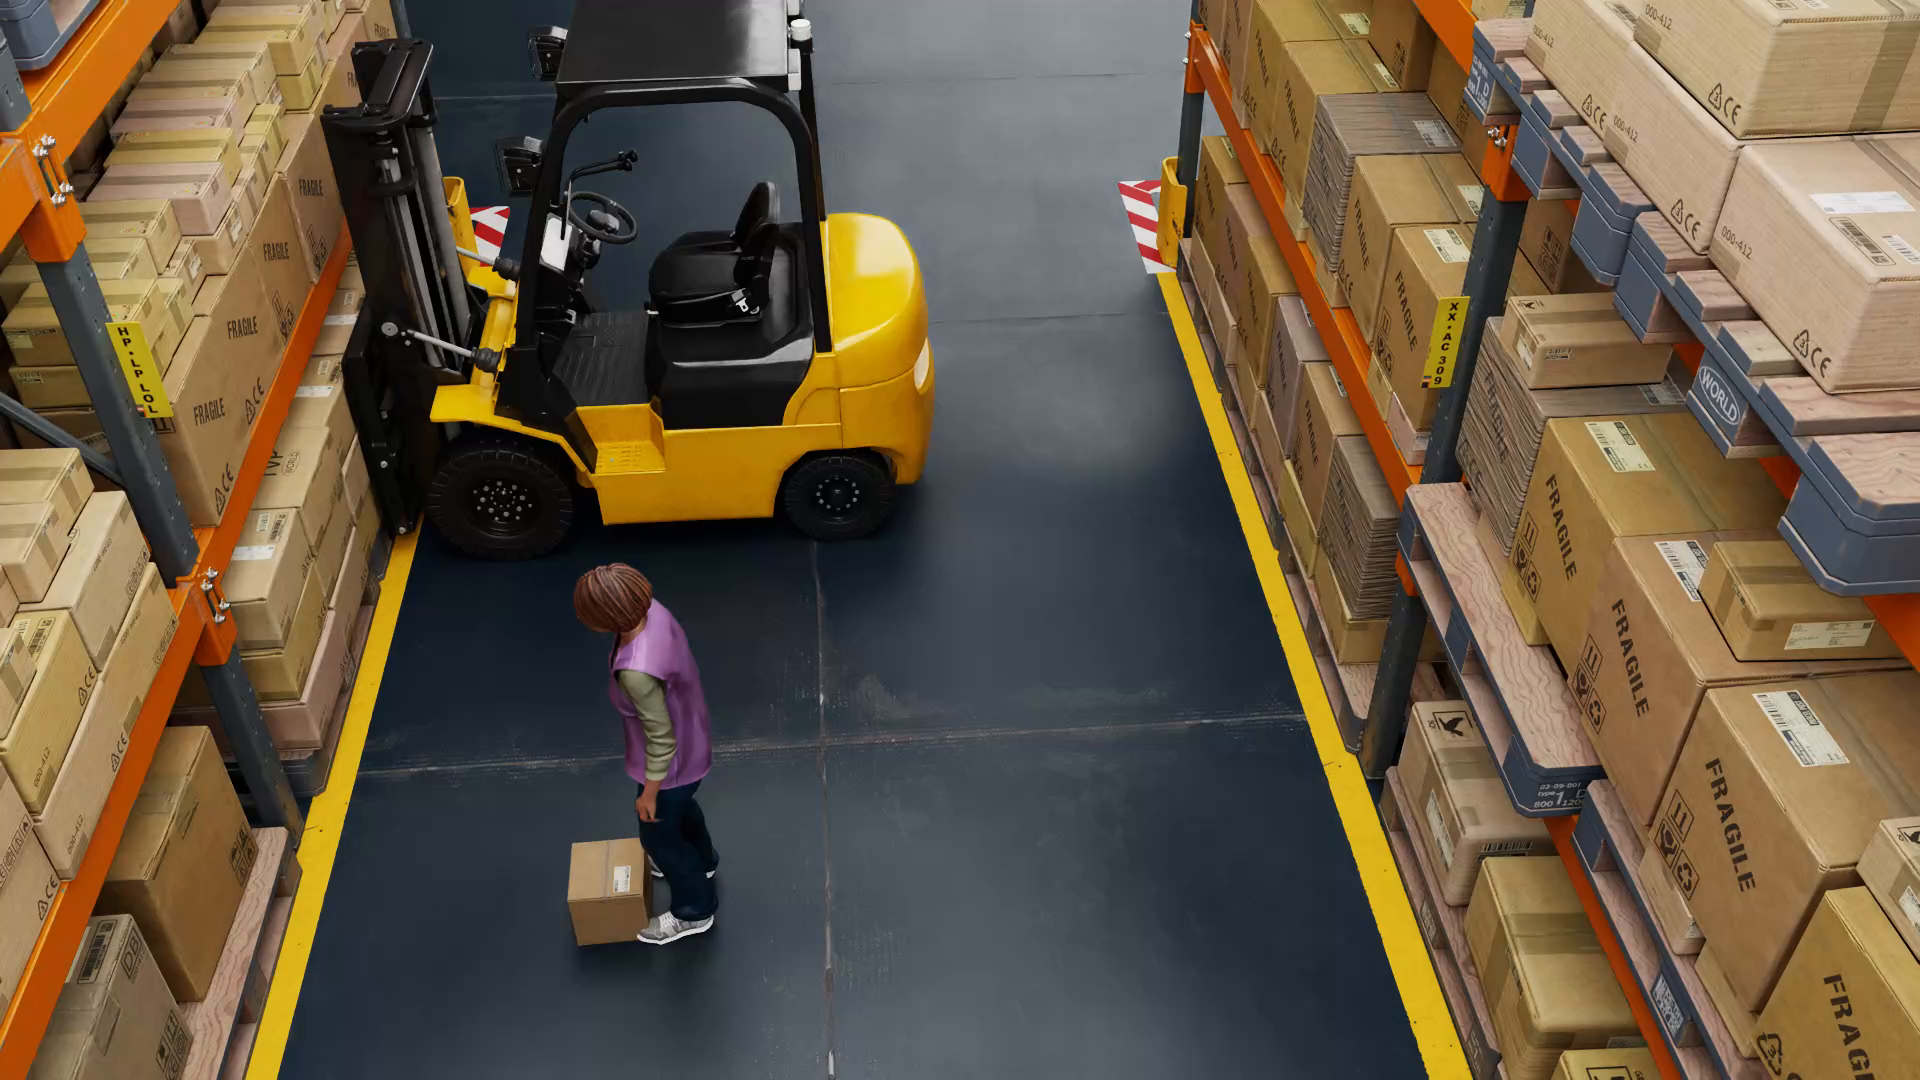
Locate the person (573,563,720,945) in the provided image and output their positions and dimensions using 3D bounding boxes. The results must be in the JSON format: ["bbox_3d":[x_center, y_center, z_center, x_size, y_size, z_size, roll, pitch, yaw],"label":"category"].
[{"bbox_3d":[-0.964,0.680,5.342,0.342,1.594,0.483,-5,40,-6],"label":"person"}]
